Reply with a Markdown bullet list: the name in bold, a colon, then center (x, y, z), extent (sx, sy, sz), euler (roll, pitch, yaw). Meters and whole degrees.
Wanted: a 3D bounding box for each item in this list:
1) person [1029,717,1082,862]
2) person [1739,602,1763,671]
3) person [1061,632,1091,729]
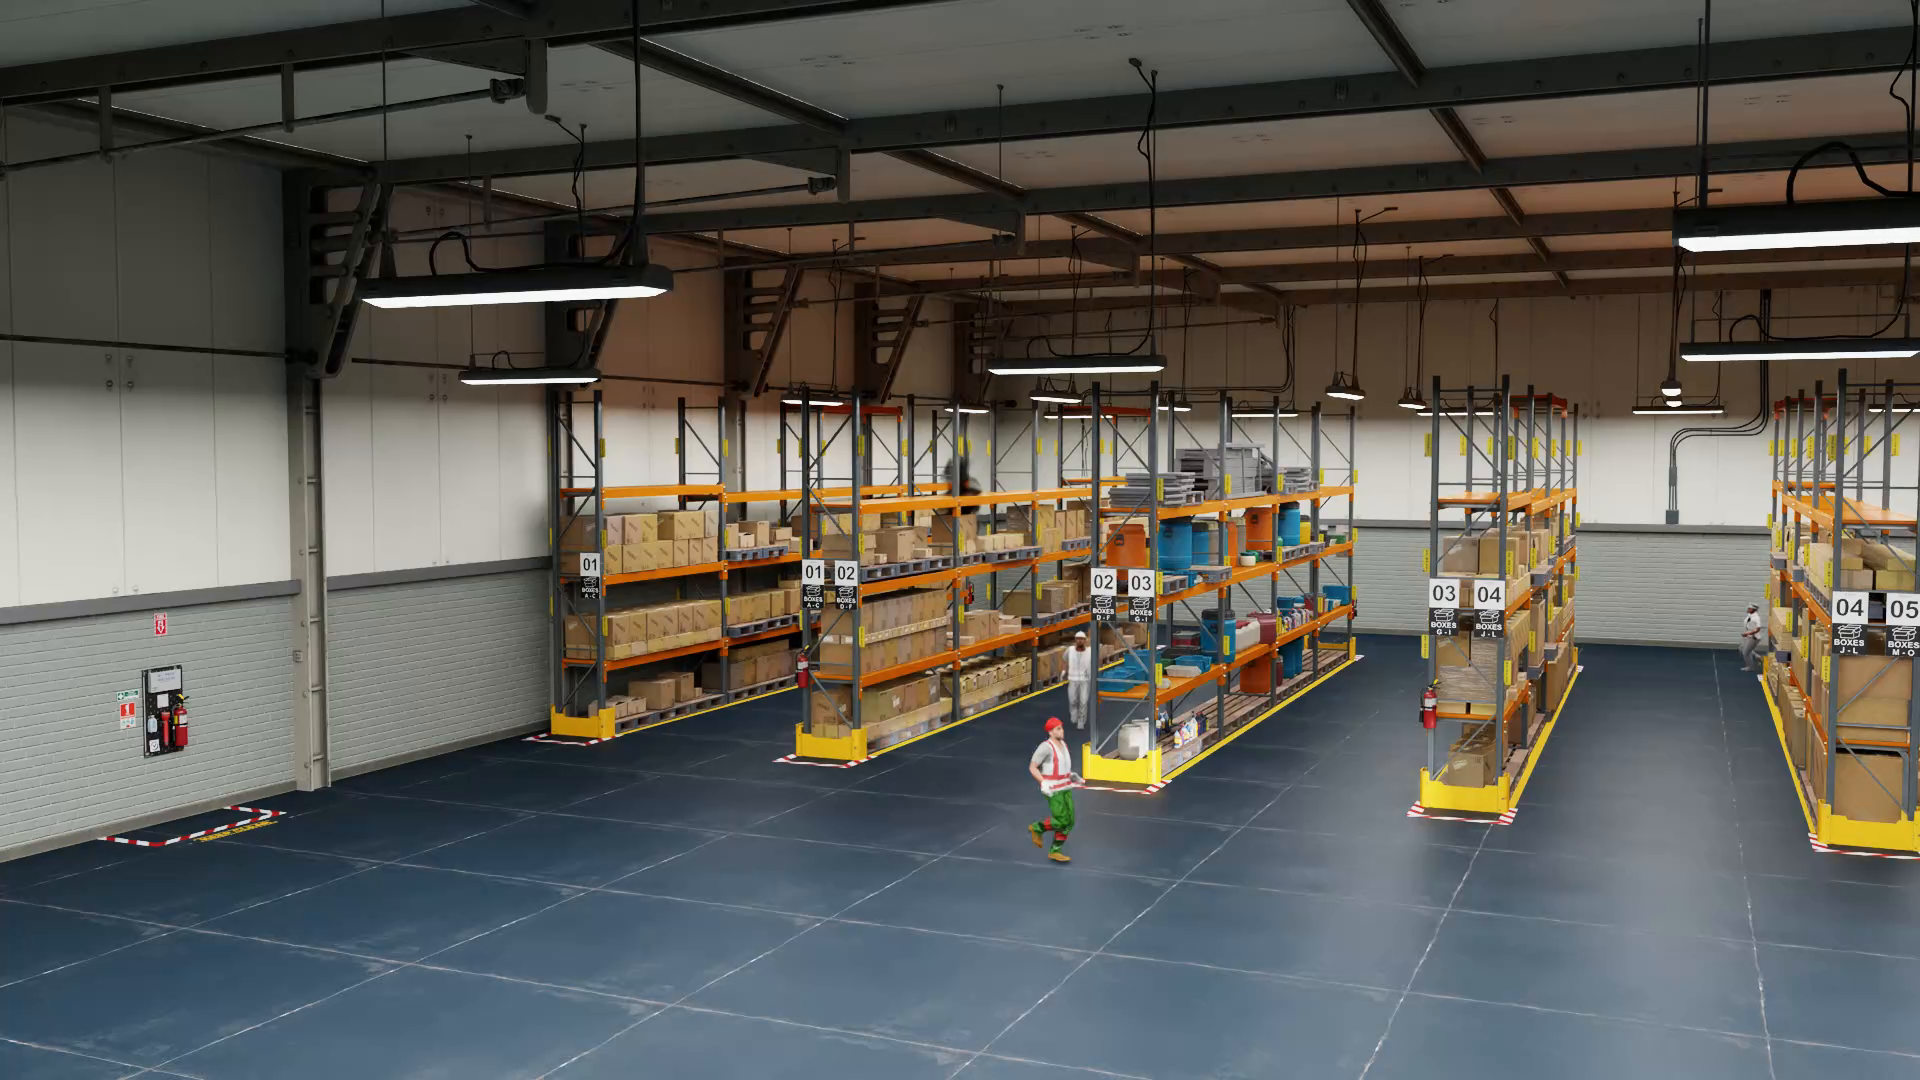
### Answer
- **person**: center (1.151, 3.019, 20.184), extent (0.601, 1.738, 0.657), euler (3, 4, 39)
- **person**: center (17.697, 2.161, 37.091), extent (0.572, 1.589, 0.670), euler (1, 3, 9)
- **person**: center (2.119, 2.498, 29.555), extent (0.682, 1.736, 0.585), euler (0, 3, 7)
